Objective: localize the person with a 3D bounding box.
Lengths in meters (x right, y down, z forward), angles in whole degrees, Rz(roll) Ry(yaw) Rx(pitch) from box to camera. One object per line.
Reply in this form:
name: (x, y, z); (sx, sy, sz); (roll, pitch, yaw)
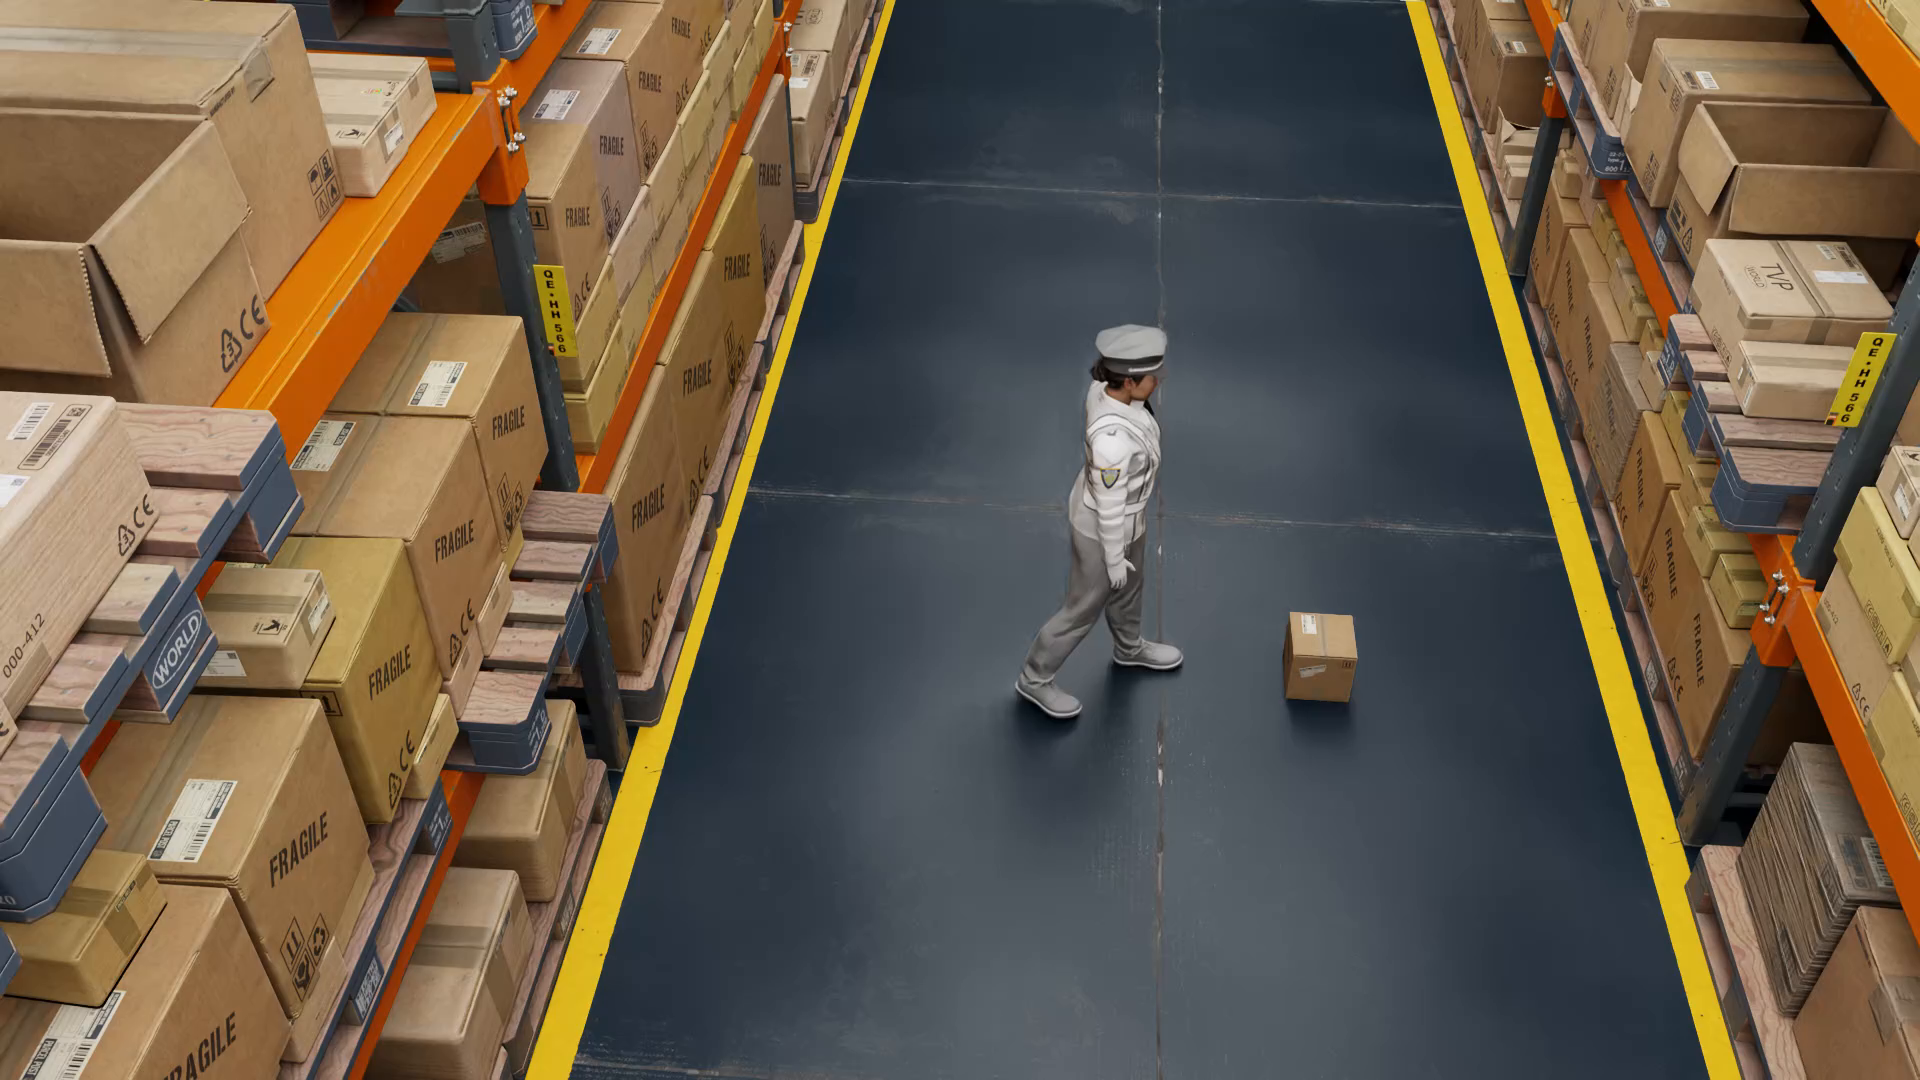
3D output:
person: (0.566, -0.064, 6.219); (0.668, 1.653, 0.505); (4, 40, 5)
